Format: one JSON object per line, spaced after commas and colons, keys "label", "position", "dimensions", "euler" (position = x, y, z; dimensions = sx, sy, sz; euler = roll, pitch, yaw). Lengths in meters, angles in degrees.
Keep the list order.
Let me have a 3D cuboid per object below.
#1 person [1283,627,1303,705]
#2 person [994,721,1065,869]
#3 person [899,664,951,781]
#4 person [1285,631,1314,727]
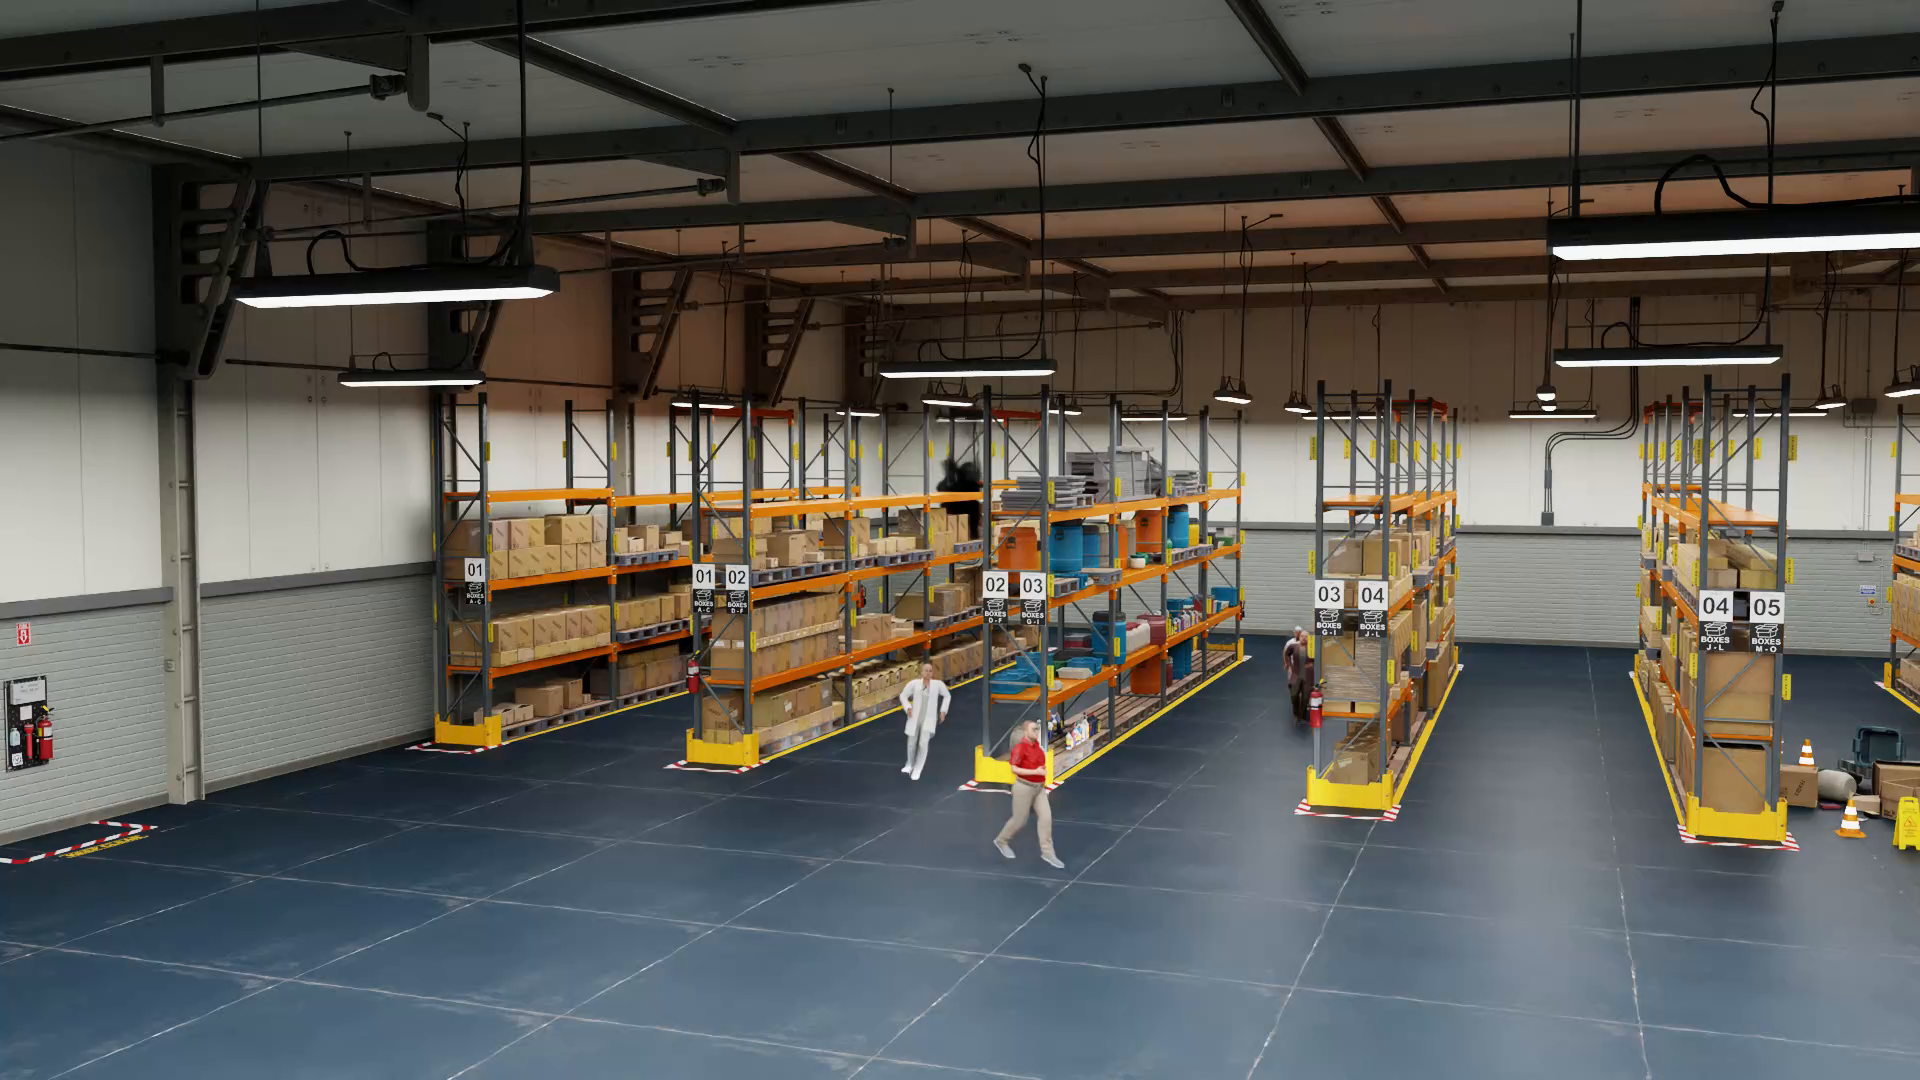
{"label": "person", "position": [6.553, 2.490, 32.219], "dimensions": [0.616, 1.627, 0.550], "euler": [1, 3, 14]}
{"label": "person", "position": [0.817, 3.054, 20.114], "dimensions": [0.944, 1.755, 0.658], "euler": [3, 4, 41]}
{"label": "person", "position": [-0.550, 2.792, 25.487], "dimensions": [0.772, 1.802, 0.714], "euler": [0, 3, 6]}
{"label": "person", "position": [6.224, 2.515, 30.177], "dimensions": [0.698, 1.753, 0.768], "euler": [1, 3, 15]}
